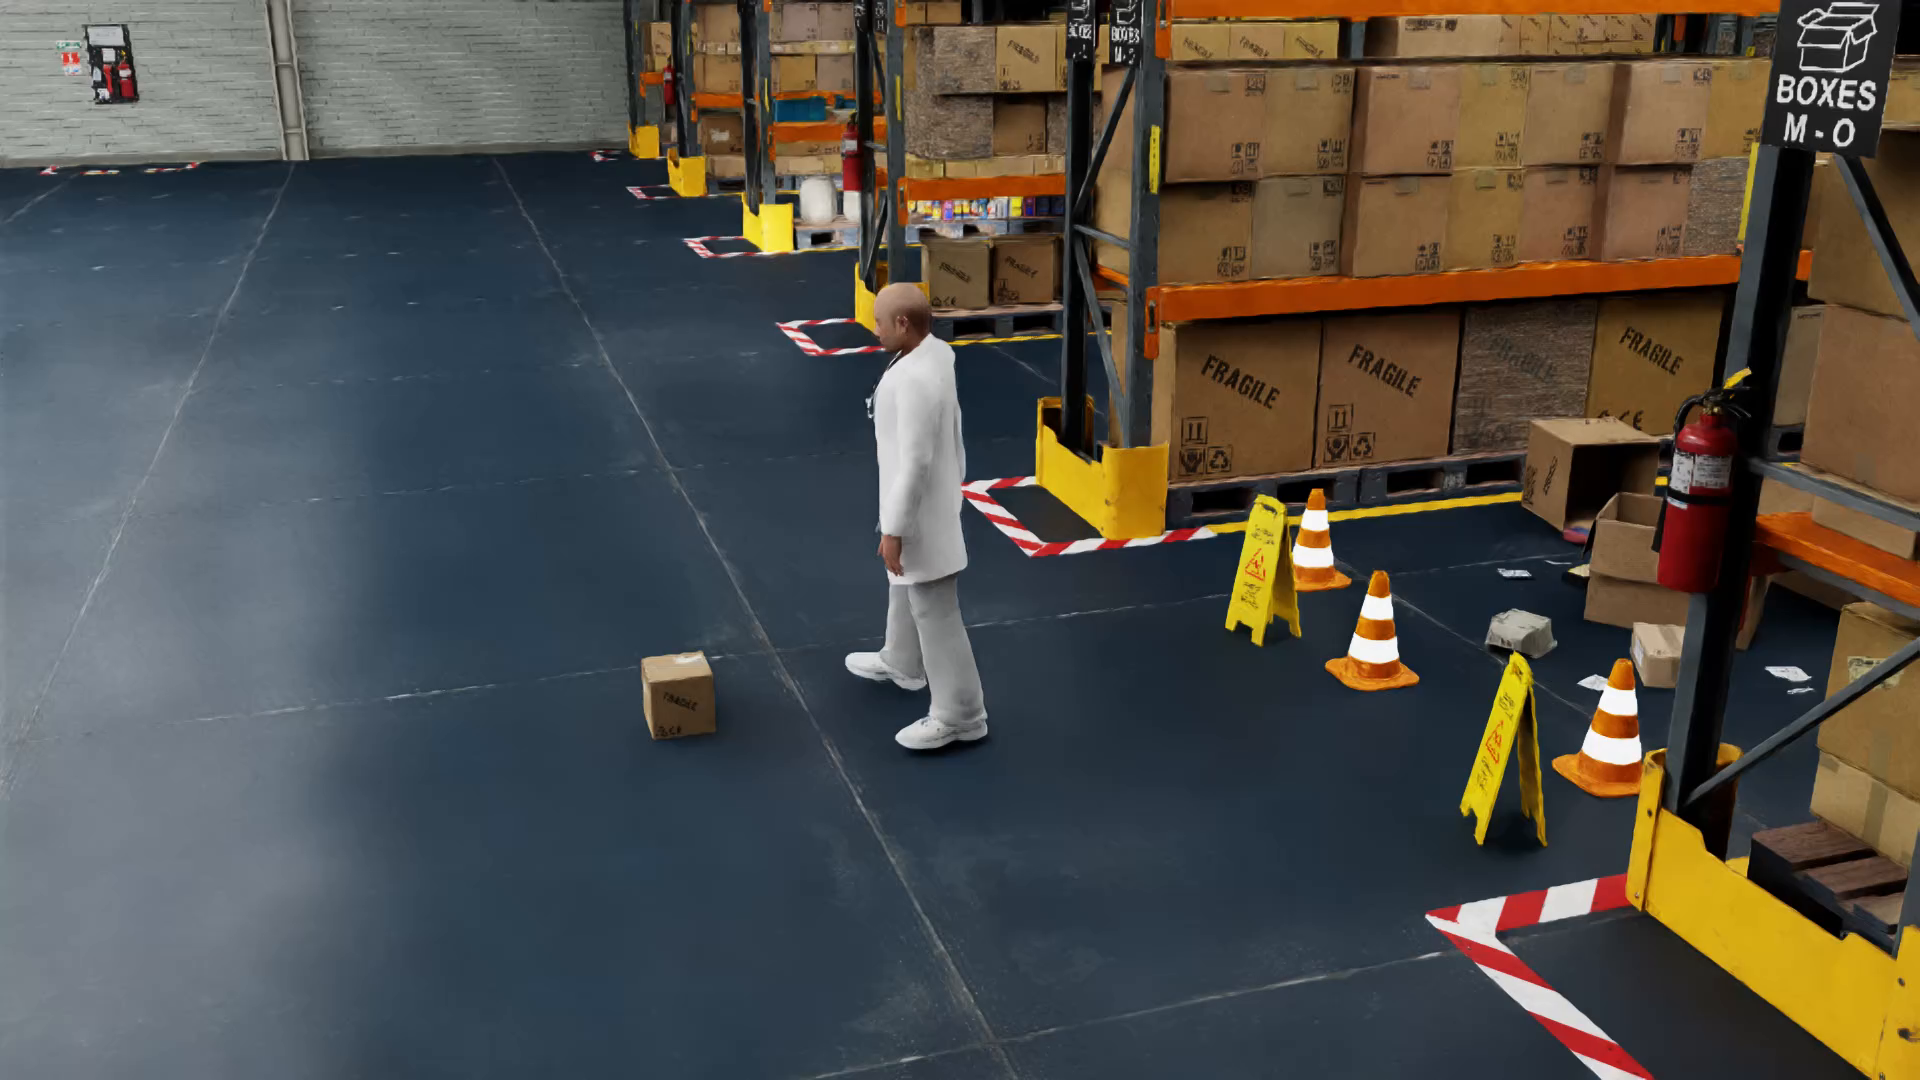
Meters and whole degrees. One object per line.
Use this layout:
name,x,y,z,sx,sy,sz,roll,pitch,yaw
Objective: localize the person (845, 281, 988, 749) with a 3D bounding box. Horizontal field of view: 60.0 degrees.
person,-0.202,-0.129,6.402,0.674,1.767,0.755,3,19,8
